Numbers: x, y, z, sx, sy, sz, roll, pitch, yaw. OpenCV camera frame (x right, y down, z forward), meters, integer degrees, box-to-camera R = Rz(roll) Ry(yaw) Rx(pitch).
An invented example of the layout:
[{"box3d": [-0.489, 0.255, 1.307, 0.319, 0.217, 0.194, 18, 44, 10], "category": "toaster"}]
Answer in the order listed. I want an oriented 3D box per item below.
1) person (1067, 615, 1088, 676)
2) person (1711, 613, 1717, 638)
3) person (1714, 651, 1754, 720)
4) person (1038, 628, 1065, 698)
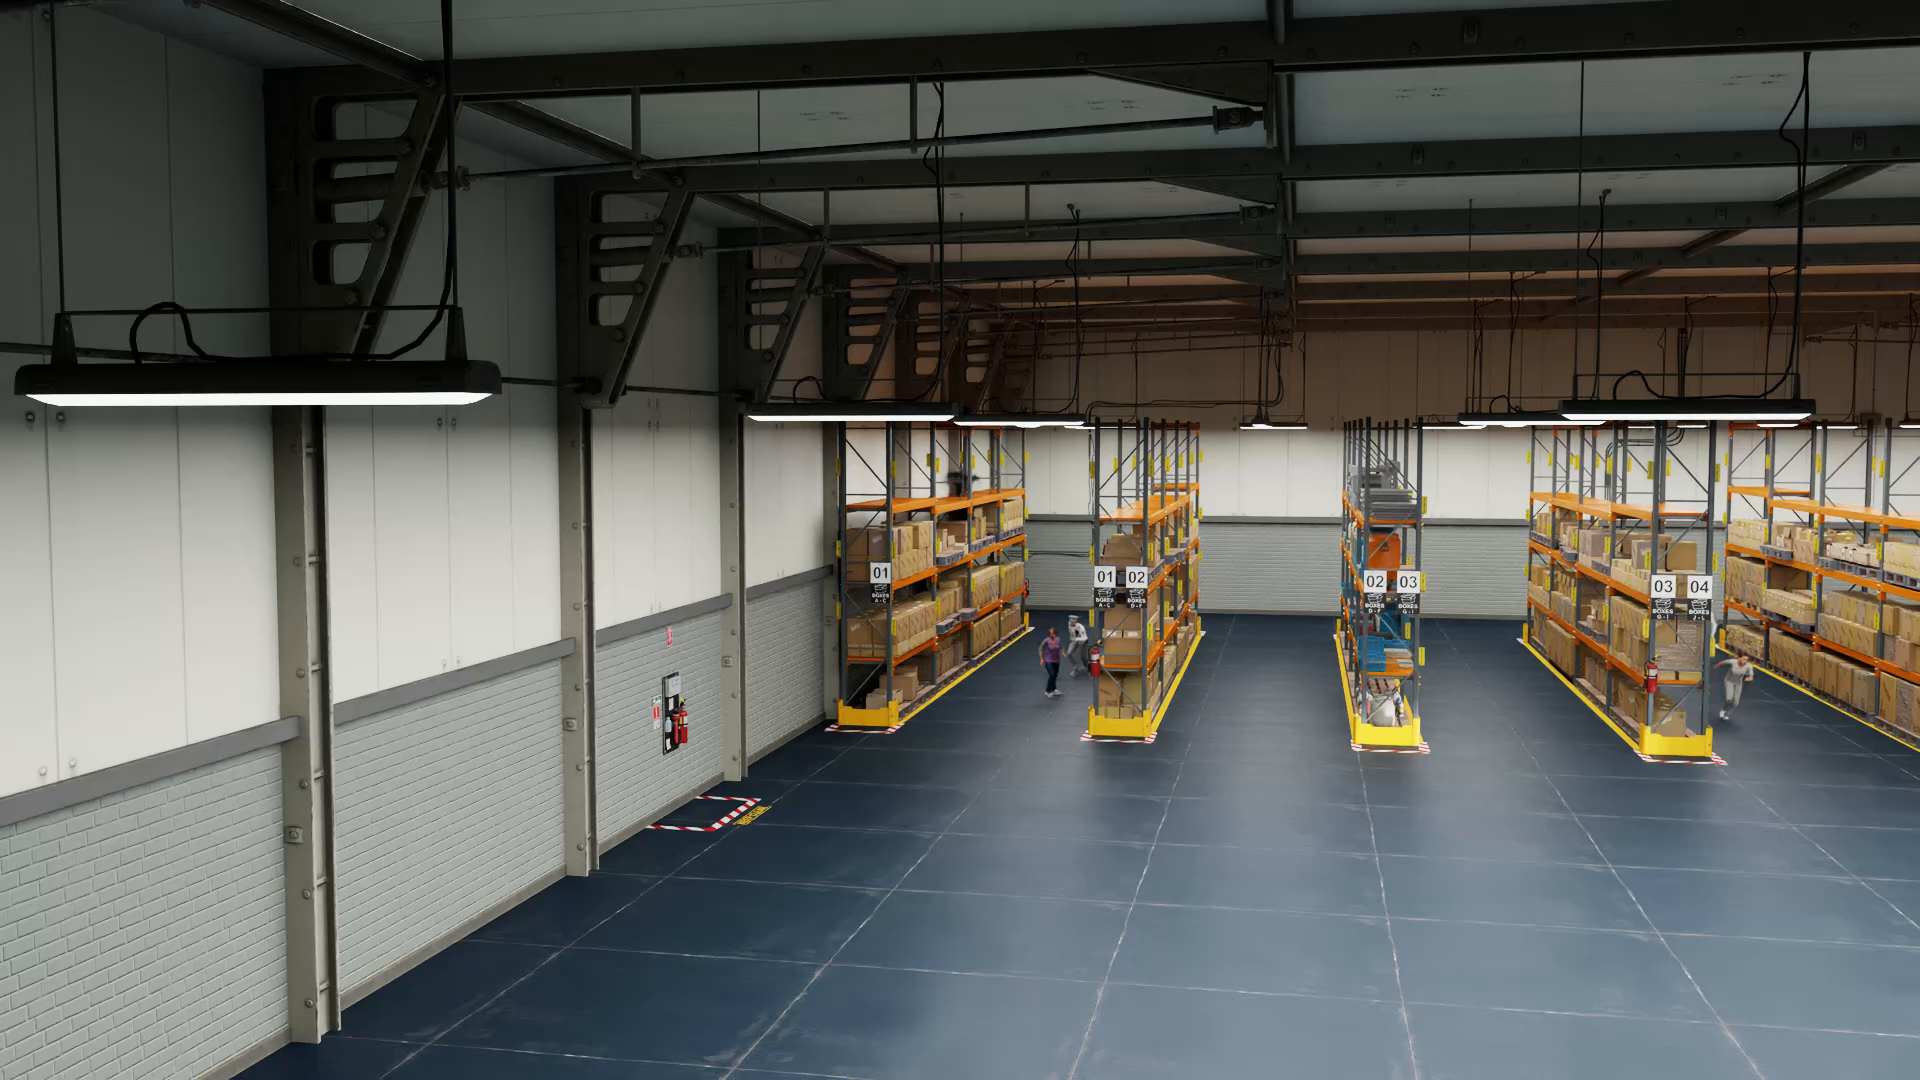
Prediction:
[{"box3d": [2.841, 2.475, 39.257, 0.593, 1.466, 1.086, 2, 4, 31], "category": "person"}, {"box3d": [18.086, 2.284, 40.439, 0.602, 1.607, 0.689, 2, 4, 27], "category": "person"}, {"box3d": [15.256, 2.869, 32.711, 0.560, 1.440, 0.950, 0, 4, 8], "category": "person"}, {"box3d": [2.024, 2.655, 35.977, 0.569, 1.556, 0.770, -2, 4, -30], "category": "person"}]
